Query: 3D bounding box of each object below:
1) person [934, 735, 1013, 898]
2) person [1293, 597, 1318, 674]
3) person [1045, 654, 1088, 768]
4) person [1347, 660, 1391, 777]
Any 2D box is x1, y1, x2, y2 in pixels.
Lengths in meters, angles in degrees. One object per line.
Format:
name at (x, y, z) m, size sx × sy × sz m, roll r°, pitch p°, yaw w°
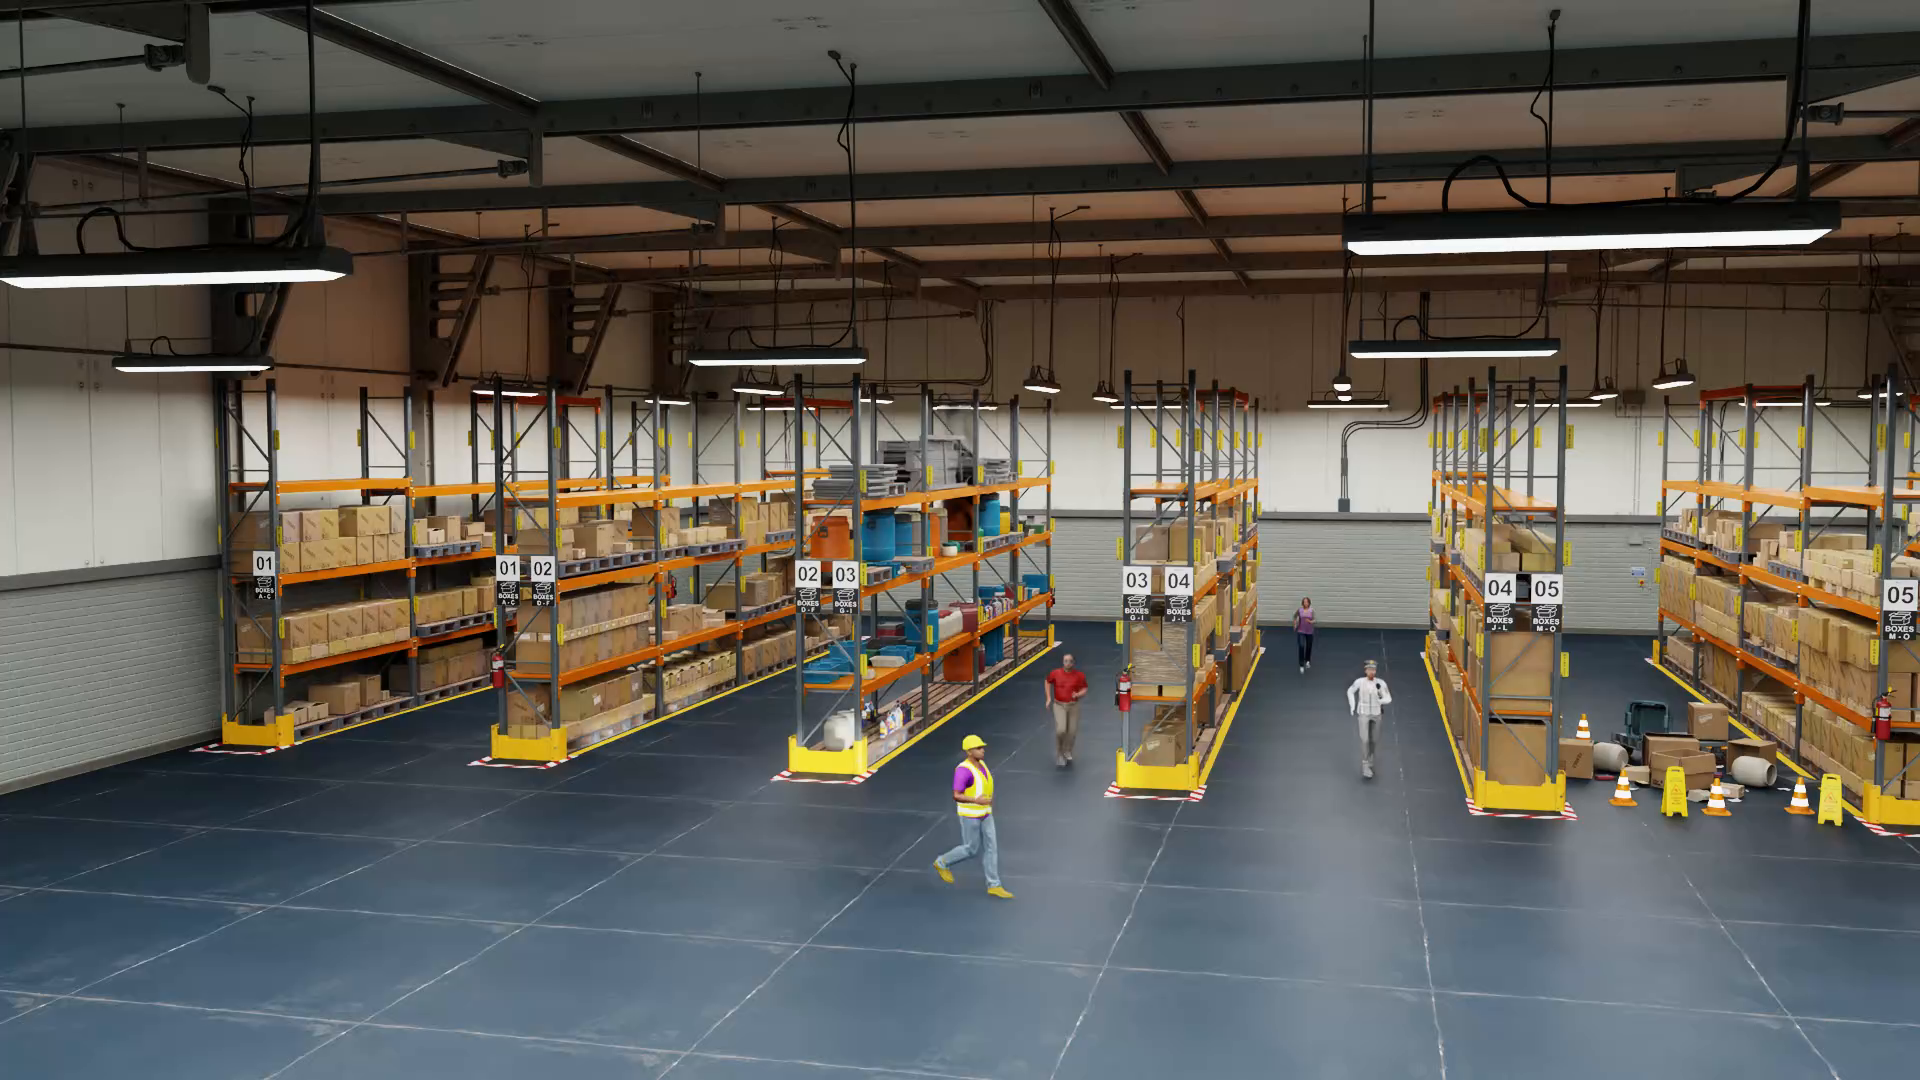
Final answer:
person at (0.152, 3.017, 18.243) m, size 0.956 × 1.762 × 0.700 m, roll 2°, pitch 4°, yaw 31°
person at (7.448, 2.037, 35.872) m, size 0.518 × 1.630 × 0.777 m, roll 1°, pitch 3°, yaw 10°
person at (1.641, 2.623, 25.523) m, size 0.627 × 1.767 × 0.826 m, roll 0°, pitch 3°, yaw -3°
person at (6.142, 2.633, 24.920) m, size 0.614 × 1.690 × 0.886 m, roll 0°, pitch 3°, yaw 7°
